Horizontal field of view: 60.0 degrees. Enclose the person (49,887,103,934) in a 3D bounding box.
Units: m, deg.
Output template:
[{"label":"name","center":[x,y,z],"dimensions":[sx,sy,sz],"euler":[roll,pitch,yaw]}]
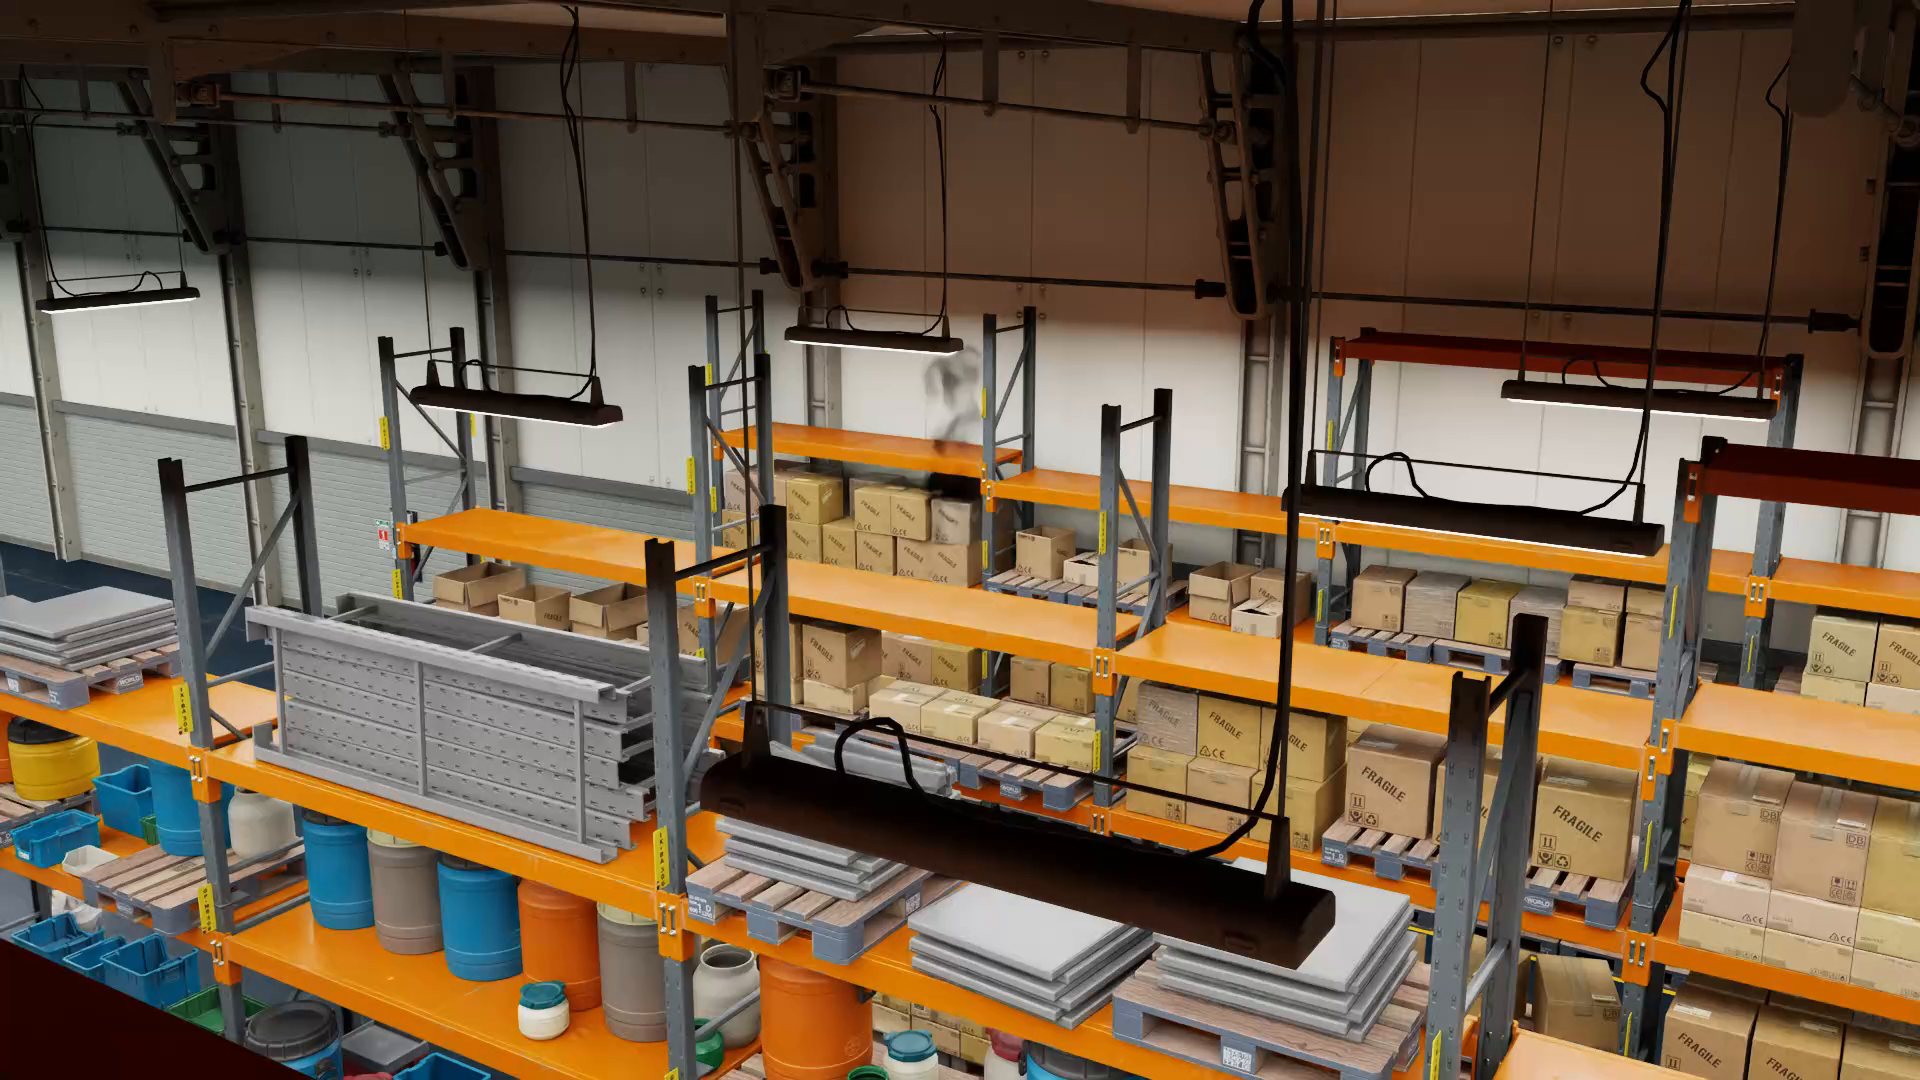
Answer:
[{"label":"person","center":[-8.092,3.568,15.416],"dimensions":[0.706,1.732,0.619],"euler":[0,14,1]}]
